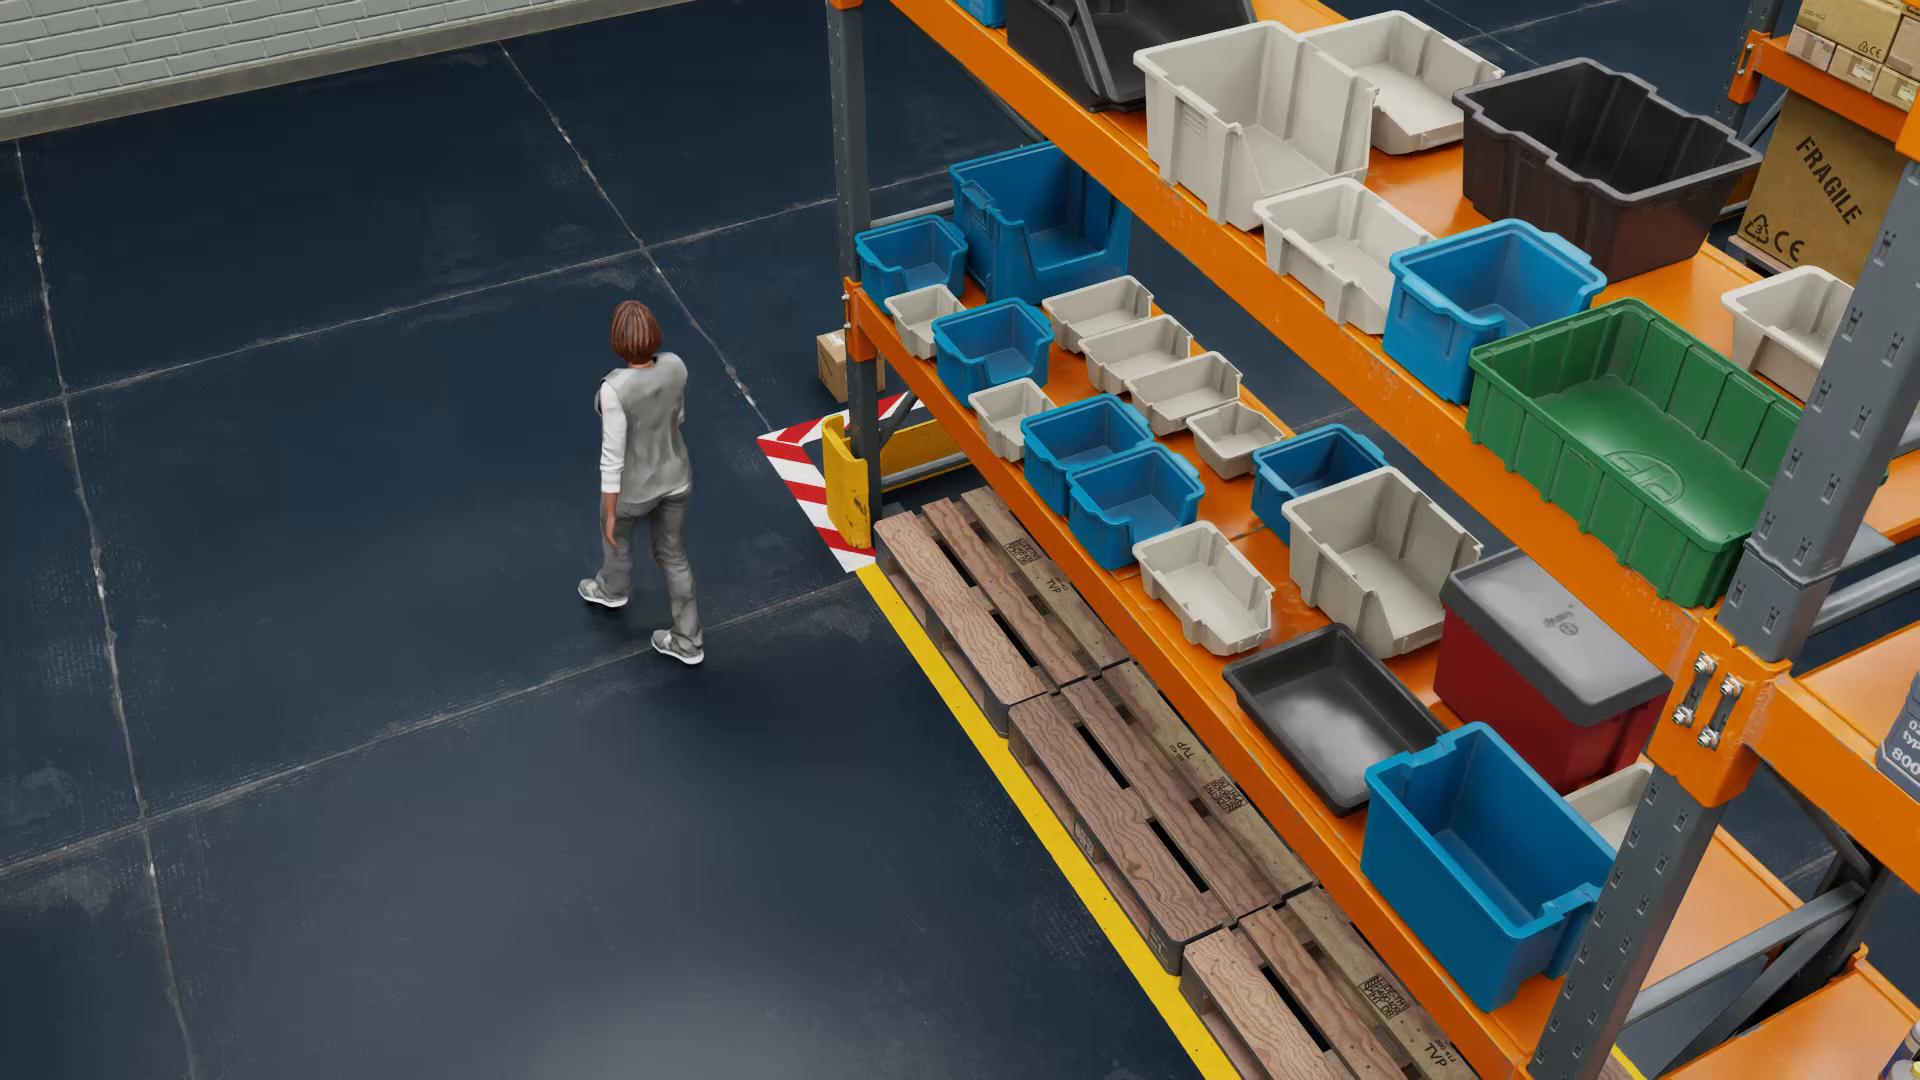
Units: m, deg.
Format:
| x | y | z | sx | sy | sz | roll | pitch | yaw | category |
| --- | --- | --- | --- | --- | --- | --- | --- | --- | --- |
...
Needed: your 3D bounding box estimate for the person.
| x | y | z | sx | sy | sz | roll | pitch | yaw | category |
| --- | --- | --- | --- | --- | --- | --- | --- | --- | --- |
| -1.275 | -0.251 | 6.484 | 0.483 | 1.571 | 0.760 | -28 | 49 | -28 | person |
